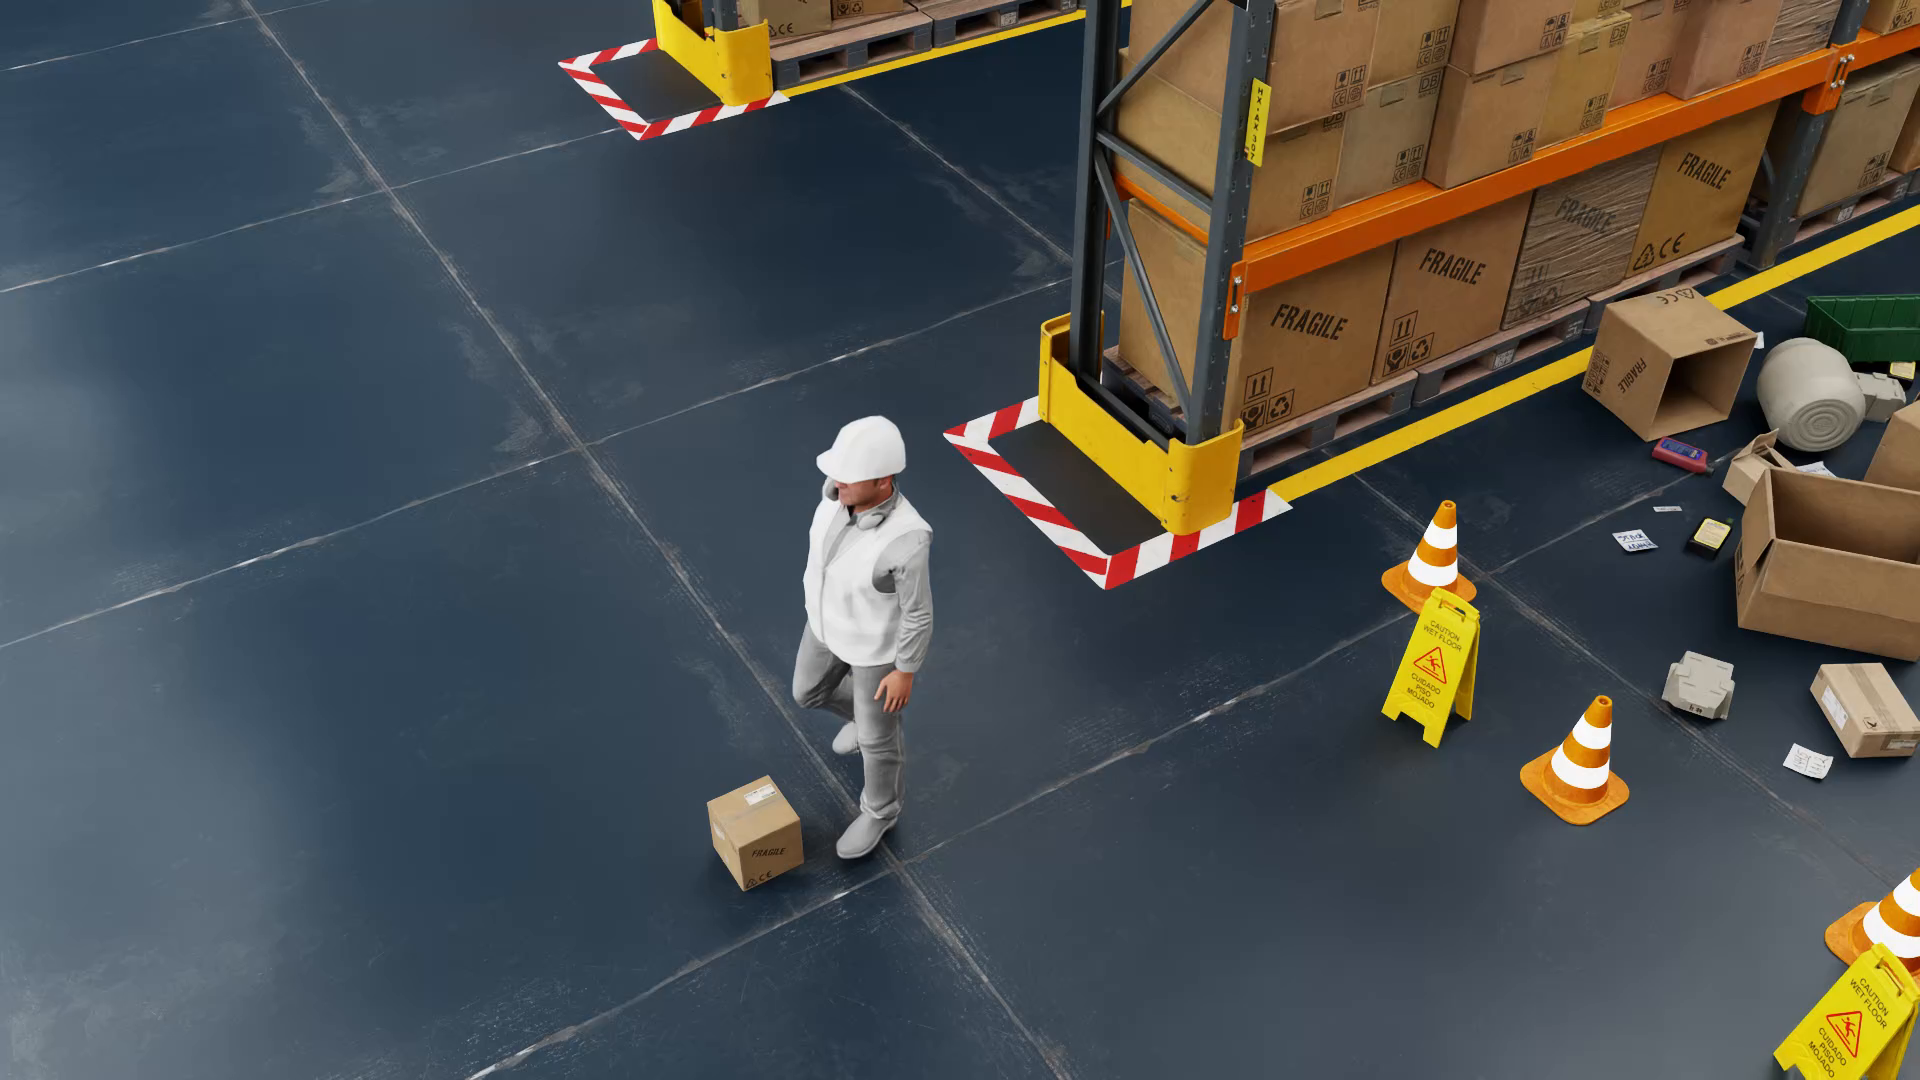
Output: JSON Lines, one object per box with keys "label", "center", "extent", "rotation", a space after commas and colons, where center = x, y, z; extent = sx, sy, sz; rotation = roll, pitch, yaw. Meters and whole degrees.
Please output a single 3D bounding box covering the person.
{"label": "person", "center": [-0.336, 0.311, 5.741], "extent": [0.535, 1.778, 0.605], "rotation": [-28, 48, -29]}
